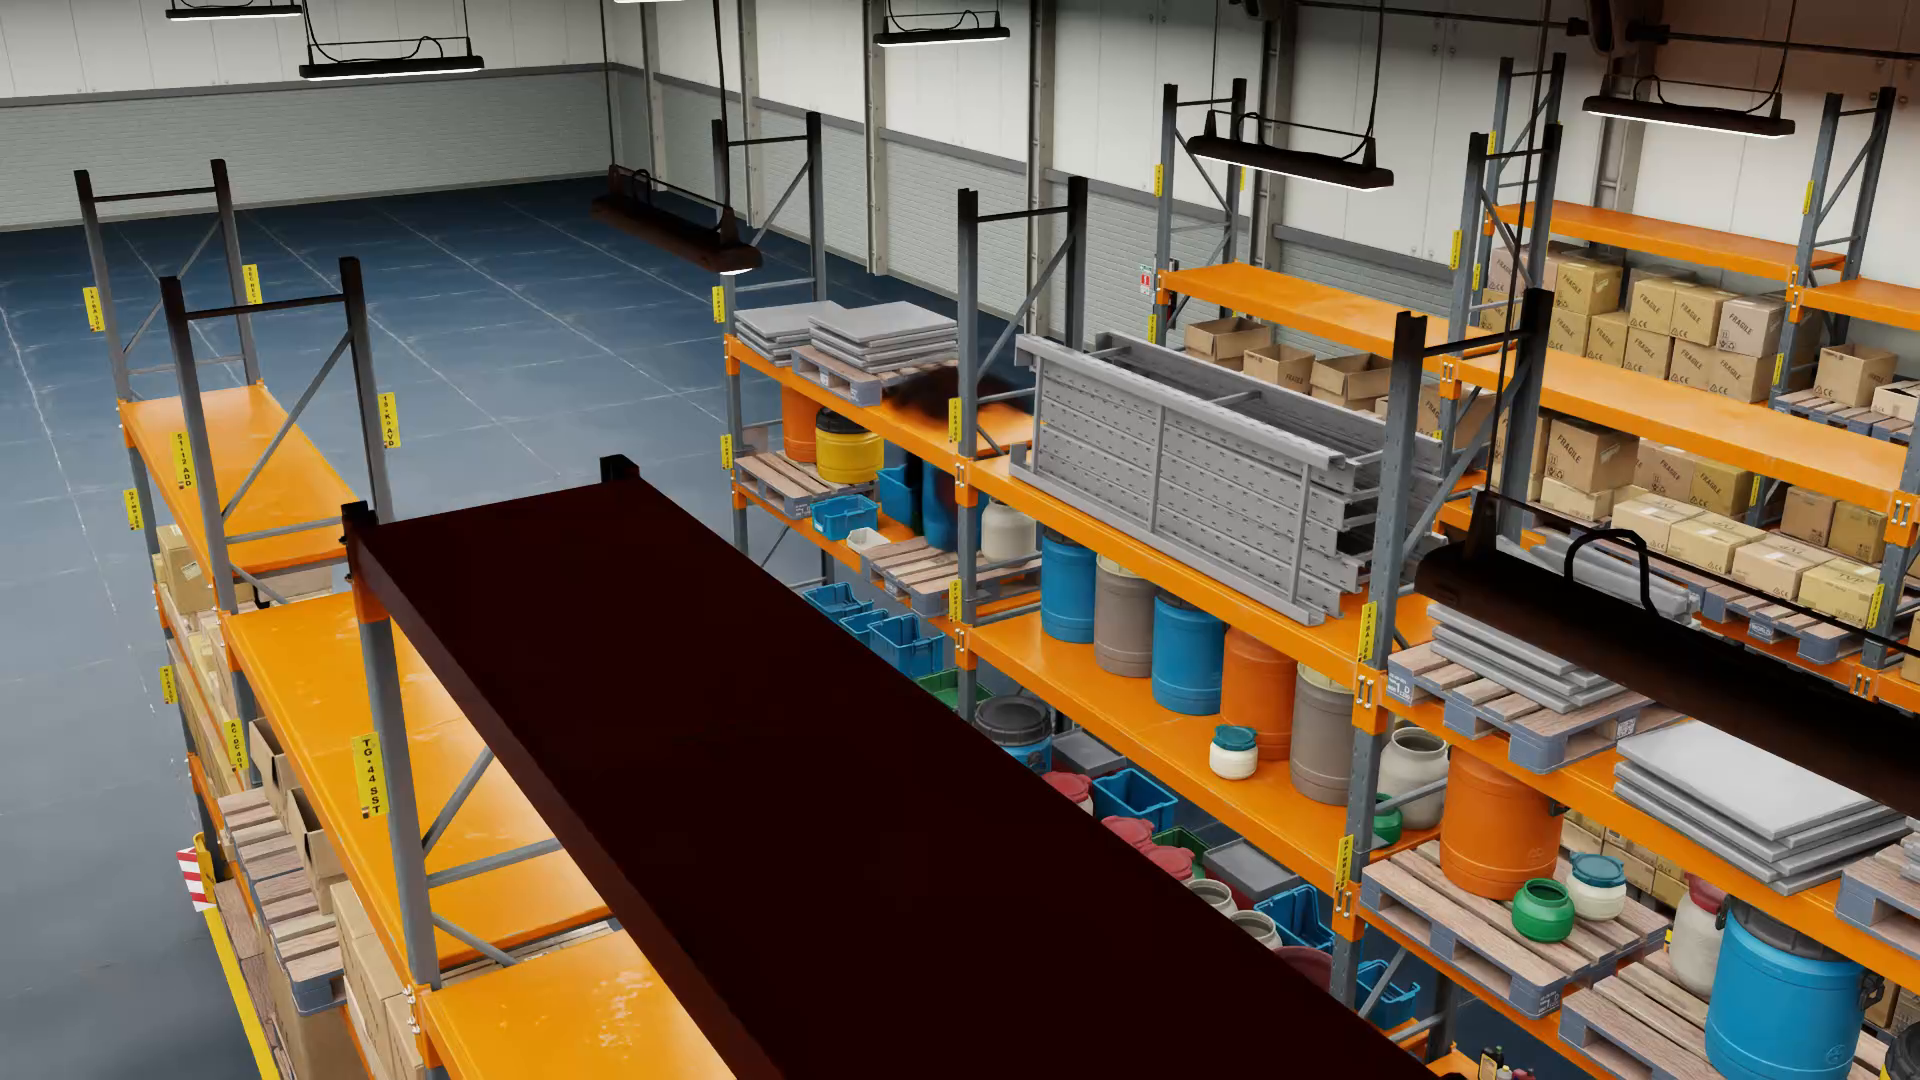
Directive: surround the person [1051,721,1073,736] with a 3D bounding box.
[{"bbox_3d":[0.974,1.230,16.233,0.360,1.605,0.448,4,22,11],"label":"person"}]
